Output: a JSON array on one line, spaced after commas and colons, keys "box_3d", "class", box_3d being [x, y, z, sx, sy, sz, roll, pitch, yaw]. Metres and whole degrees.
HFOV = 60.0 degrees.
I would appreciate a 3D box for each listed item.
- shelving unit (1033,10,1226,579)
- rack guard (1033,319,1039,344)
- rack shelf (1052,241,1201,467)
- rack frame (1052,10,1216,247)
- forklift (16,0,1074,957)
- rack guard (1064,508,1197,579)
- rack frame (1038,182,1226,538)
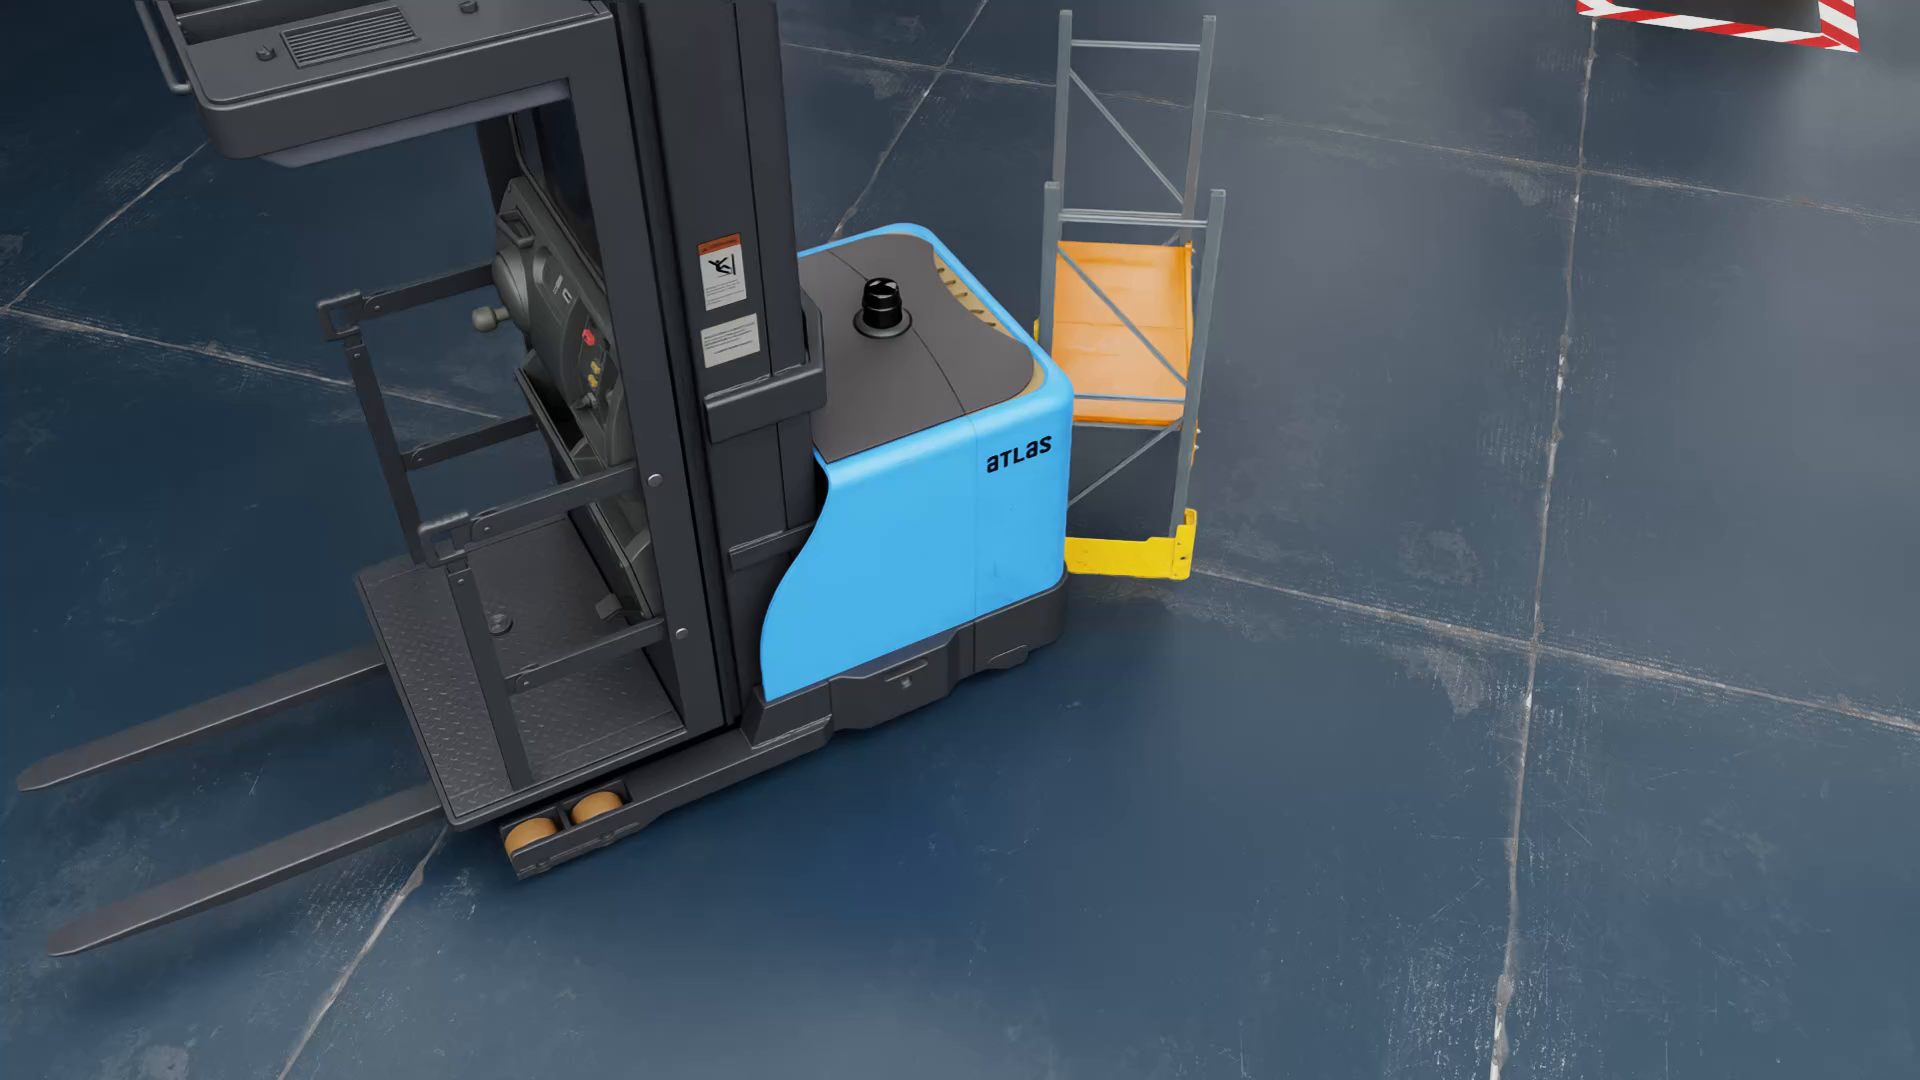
[{"box_3d": [0.527, -0.796, 5.491, 0.587, 1.500, 1.083, 3, 44, 3], "class": "shelving unit"}, {"box_3d": [0.569, -0.696, 6.283, 0.587, 0.250, 0.087, 3, 44, 3], "class": "rack guard"}, {"box_3d": [0.527, -0.661, 5.610, 0.538, 0.185, 1.000, 3, 44, 3], "class": "rack shelf"}, {"box_3d": [0.569, -1.144, 5.846, 0.500, 1.500, 0.032, 3, 44, 3], "class": "rack frame"}, {"box_3d": [-1.204, -0.516, 4.182, 3.031, 2.935, 1.130, -21, 48, -20], "class": "forklift"}, {"box_3d": [0.486, -0.002, 5.573, 0.587, 0.250, 0.087, 3, 44, 3], "class": "rack guard"}, {"box_3d": [0.484, -0.435, 5.122, 0.500, 1.500, 0.032, 3, 44, 3], "class": "rack frame"}]
